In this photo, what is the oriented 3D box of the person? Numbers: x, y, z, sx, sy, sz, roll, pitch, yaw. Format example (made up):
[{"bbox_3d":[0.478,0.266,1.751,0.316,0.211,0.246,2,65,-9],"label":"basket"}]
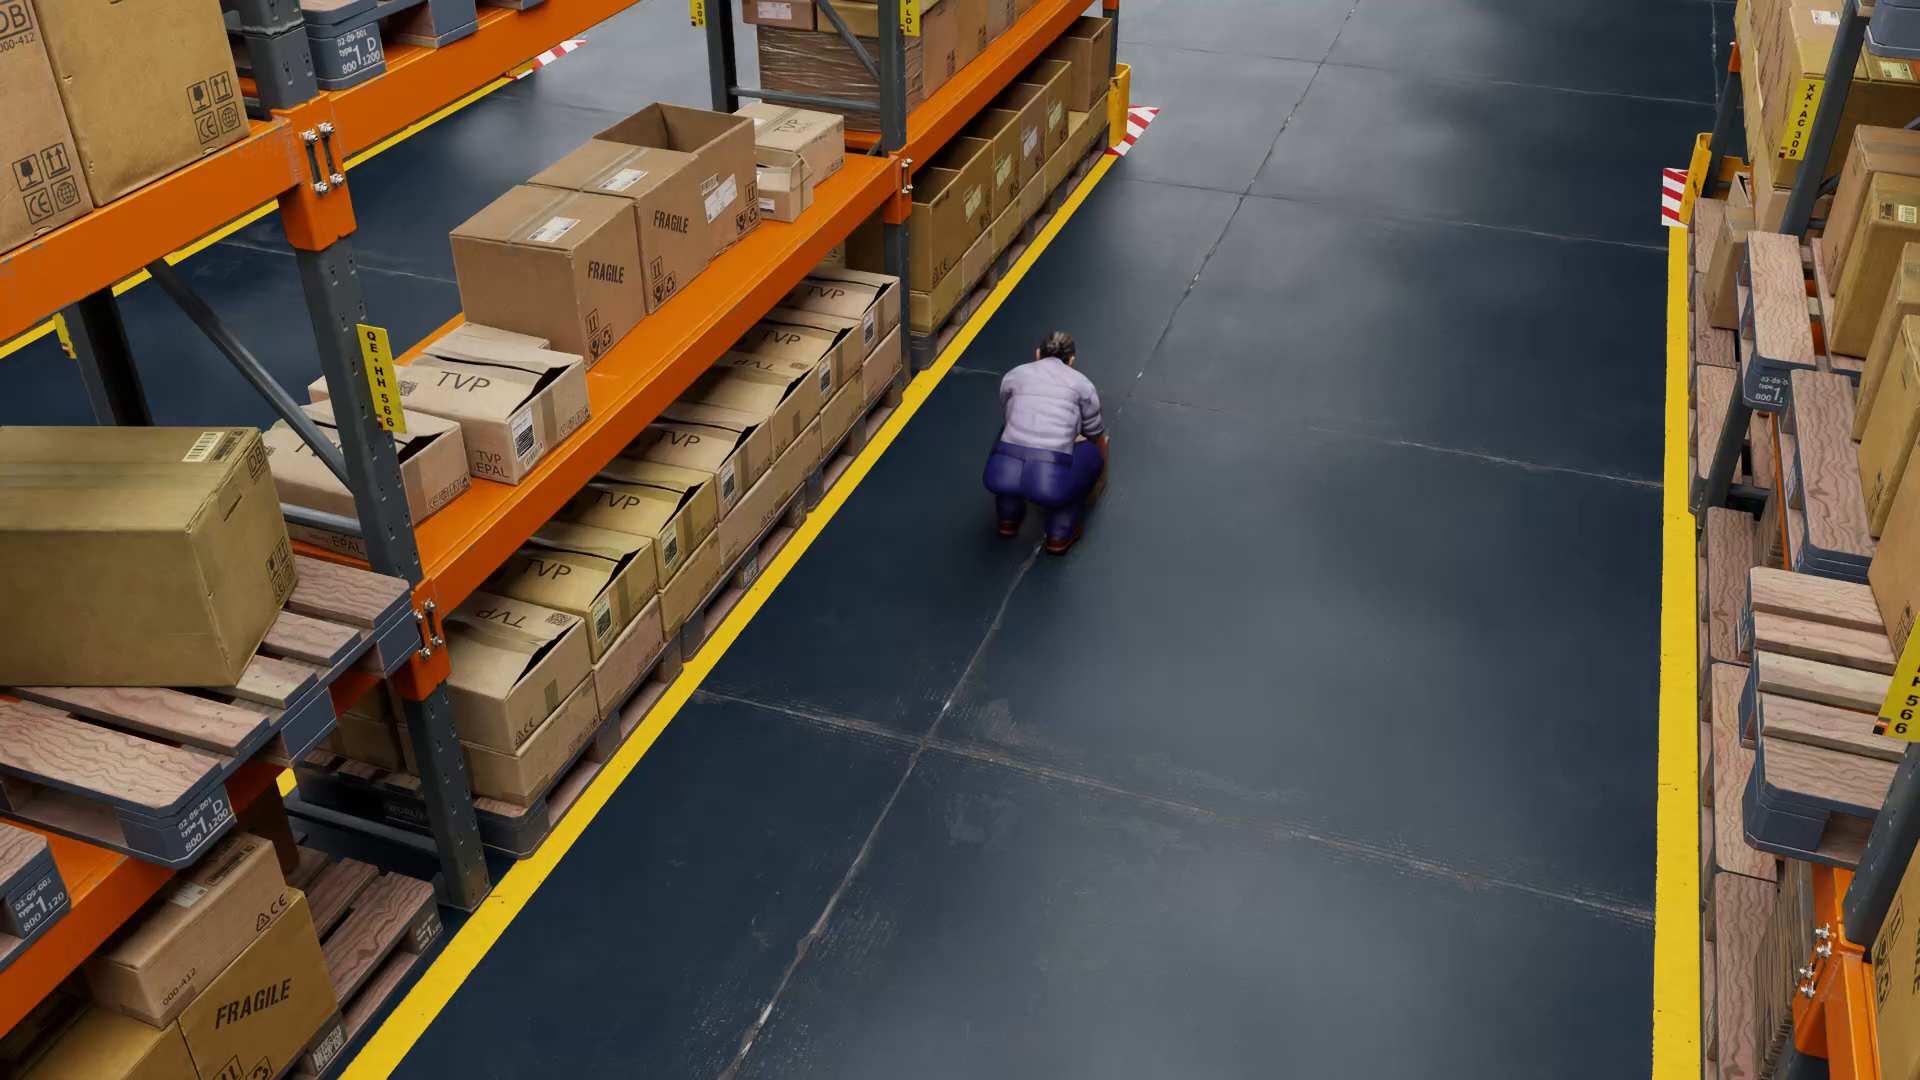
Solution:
[{"bbox_3d":[0.384,-0.433,7.570,0.518,0.821,0.818,11,35,17],"label":"person"}]
